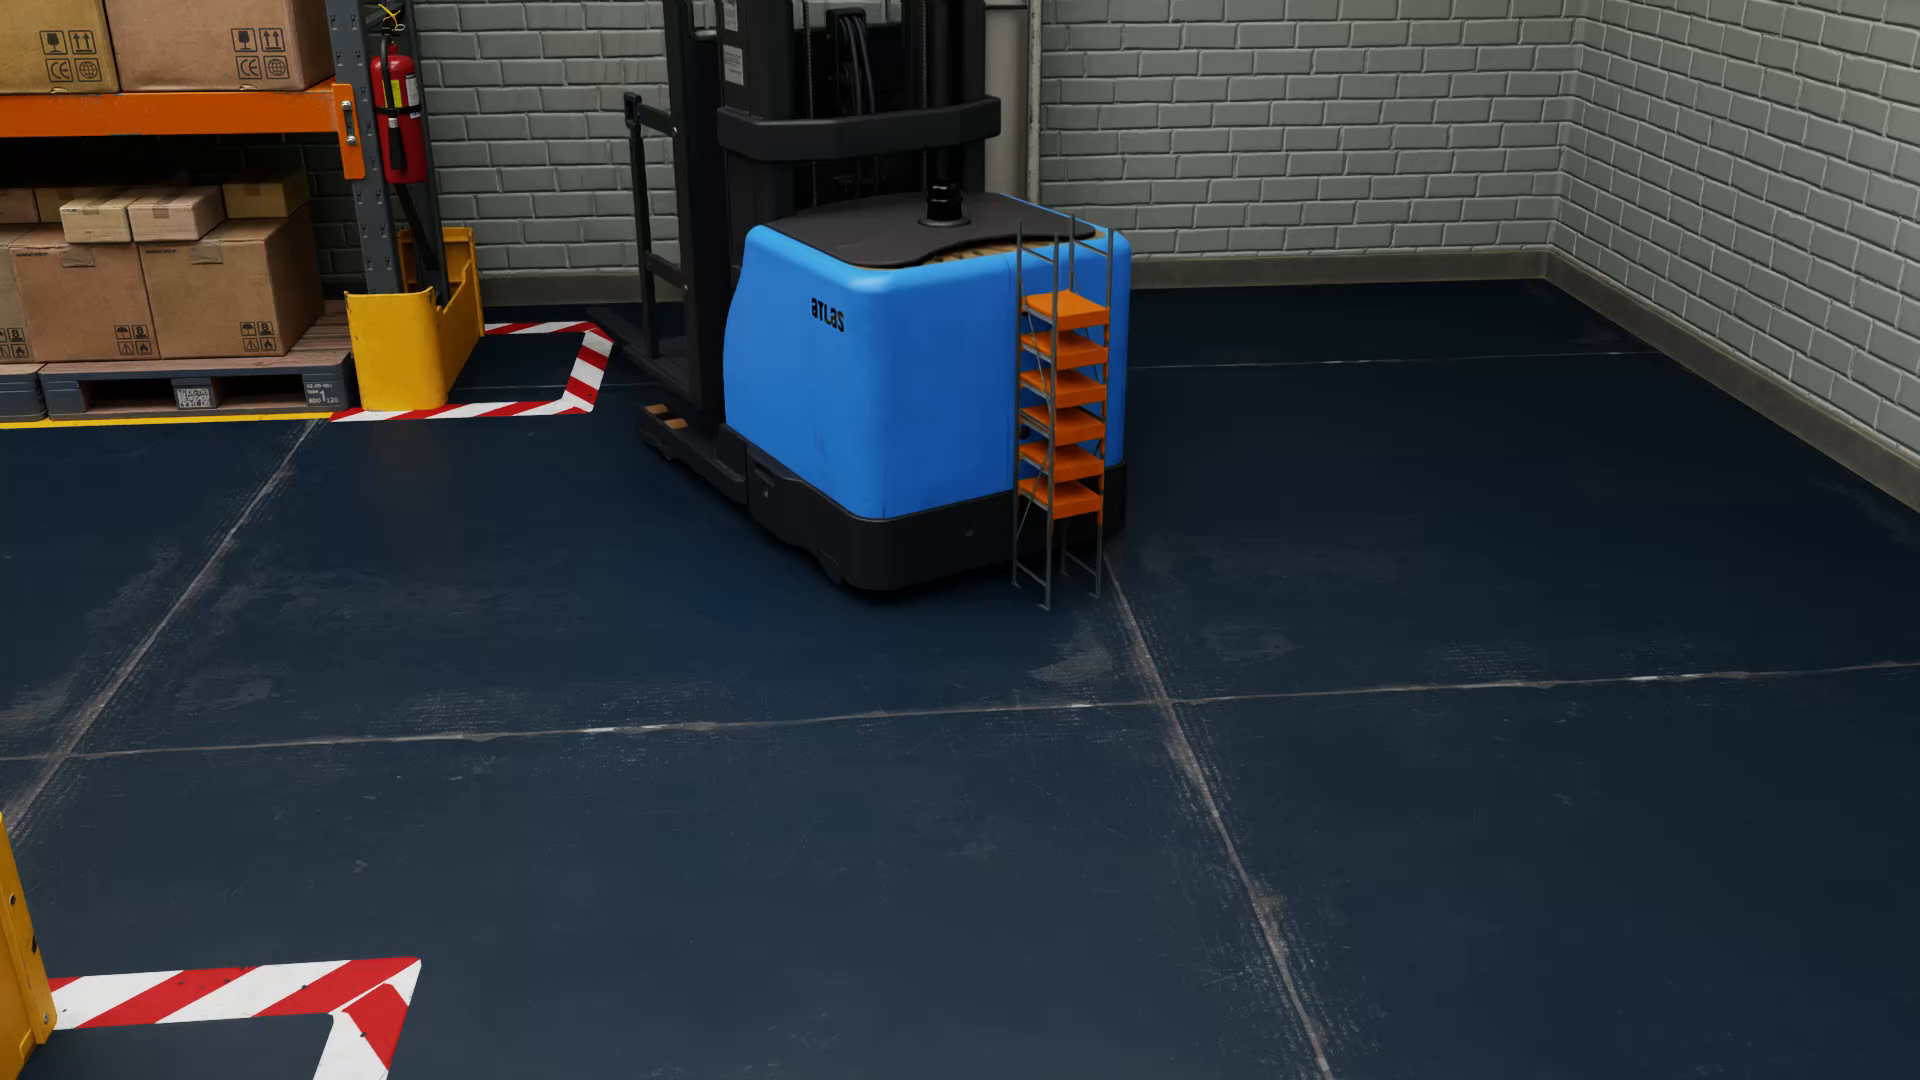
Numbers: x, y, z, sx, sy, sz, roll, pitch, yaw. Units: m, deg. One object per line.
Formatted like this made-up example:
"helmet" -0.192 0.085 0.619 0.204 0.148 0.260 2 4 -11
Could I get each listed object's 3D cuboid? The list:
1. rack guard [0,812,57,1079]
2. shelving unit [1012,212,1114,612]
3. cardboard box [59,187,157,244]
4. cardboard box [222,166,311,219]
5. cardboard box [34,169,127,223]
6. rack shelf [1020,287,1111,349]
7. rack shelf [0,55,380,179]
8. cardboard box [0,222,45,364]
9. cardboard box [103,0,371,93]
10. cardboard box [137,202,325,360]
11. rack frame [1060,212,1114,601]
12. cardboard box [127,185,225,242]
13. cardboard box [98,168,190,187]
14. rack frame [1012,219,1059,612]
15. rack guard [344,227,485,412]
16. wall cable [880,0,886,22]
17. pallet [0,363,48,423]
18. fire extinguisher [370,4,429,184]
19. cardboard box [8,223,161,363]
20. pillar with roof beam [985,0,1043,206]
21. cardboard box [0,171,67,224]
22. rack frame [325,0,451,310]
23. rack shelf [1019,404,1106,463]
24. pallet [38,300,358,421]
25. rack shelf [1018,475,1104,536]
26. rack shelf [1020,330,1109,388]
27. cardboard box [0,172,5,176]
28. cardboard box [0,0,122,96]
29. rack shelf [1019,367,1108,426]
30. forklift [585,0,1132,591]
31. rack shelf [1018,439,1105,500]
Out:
"rack guard" -2.009 1.001 2.883 0.348 0.500 1.175 -2 24 -5
"shelving unit" 0.308 -0.381 5.130 0.189 1.200 0.258 -12 27 -25
"cardboard box" -3.475 -1.335 6.823 0.250 0.149 0.380 -2 24 -4
"cardboard box" -3.006 -1.510 7.217 0.250 0.149 0.380 -2 24 -5
"cardboard box" -3.759 -1.480 7.148 0.250 0.149 0.380 -2 24 -5
"rack shelf" 0.308 -0.669 5.002 0.180 0.103 0.258 -12 27 -25
"rack shelf" -4.415 -1.738 6.853 4.000 0.370 1.077 -2 24 -5
"cardboard box" -4.109 -1.088 7.065 0.500 0.500 0.700 -3 24 -7
"cardboard box" -2.931 -2.259 6.771 0.700 0.700 0.980 -1 24 -3
"cardboard box" -3.111 -1.128 7.155 0.500 0.500 0.700 -2 24 -5
"rack frame" 0.390 -0.398 5.168 0.006 1.200 0.240 -12 27 -25
"cardboard box" -3.221 -1.346 6.846 0.250 0.149 0.380 -3 24 -6
"cardboard box" -3.510 -1.490 7.170 0.250 0.149 0.380 -2 24 -5
"rack frame" 0.227 -0.364 5.092 0.006 1.200 0.240 -12 27 -25
"rack guard" -2.400 -1.005 7.397 0.348 0.500 1.175 -2 24 -5
"wall cable" -1.243 -3.044 7.656 1.851 1.984 0.084 -2 24 -5
"pallet" -4.424 -0.762 7.203 1.213 0.211 1.003 -2 24 -5
"fire extinguisher" -2.229 -1.760 6.572 0.183 0.674 0.296 -2 24 -5
"cardboard box" -3.609 -1.108 7.110 0.500 0.500 0.700 -2 24 -5
"pillar with roof beam" 0.601 -3.605 2.782 0.400 9.000 9.100 -2 24 -5
"cardboard box" -4.012 -1.469 7.125 0.250 0.149 0.380 -2 24 -4
"rack frame" -2.424 -2.147 6.887 0.127 3.000 1.000 -2 24 -5
"rack shelf" 0.308 -0.340 5.148 0.180 0.103 0.258 -12 27 -25
"pallet" -3.212 -0.809 7.310 1.213 0.211 1.003 -2 24 -5
"rack shelf" 0.308 -0.121 5.245 0.180 0.103 0.258 -12 27 -25
"rack shelf" 0.308 -0.560 5.050 0.180 0.103 0.258 -12 27 -25
"cardboard box" -4.268 -1.459 7.101 0.250 0.149 0.380 -2 24 -5
"cardboard box" -3.654 -2.226 6.695 0.700 0.700 0.980 -2 24 -6
"rack shelf" 0.308 -0.450 5.099 0.180 0.103 0.258 -12 27 -25
"forklift" -0.632 -1.732 6.039 1.130 2.935 3.031 -14 28 -28
"rack shelf" 0.308 -0.231 5.197 0.180 0.103 0.258 -12 27 -25
